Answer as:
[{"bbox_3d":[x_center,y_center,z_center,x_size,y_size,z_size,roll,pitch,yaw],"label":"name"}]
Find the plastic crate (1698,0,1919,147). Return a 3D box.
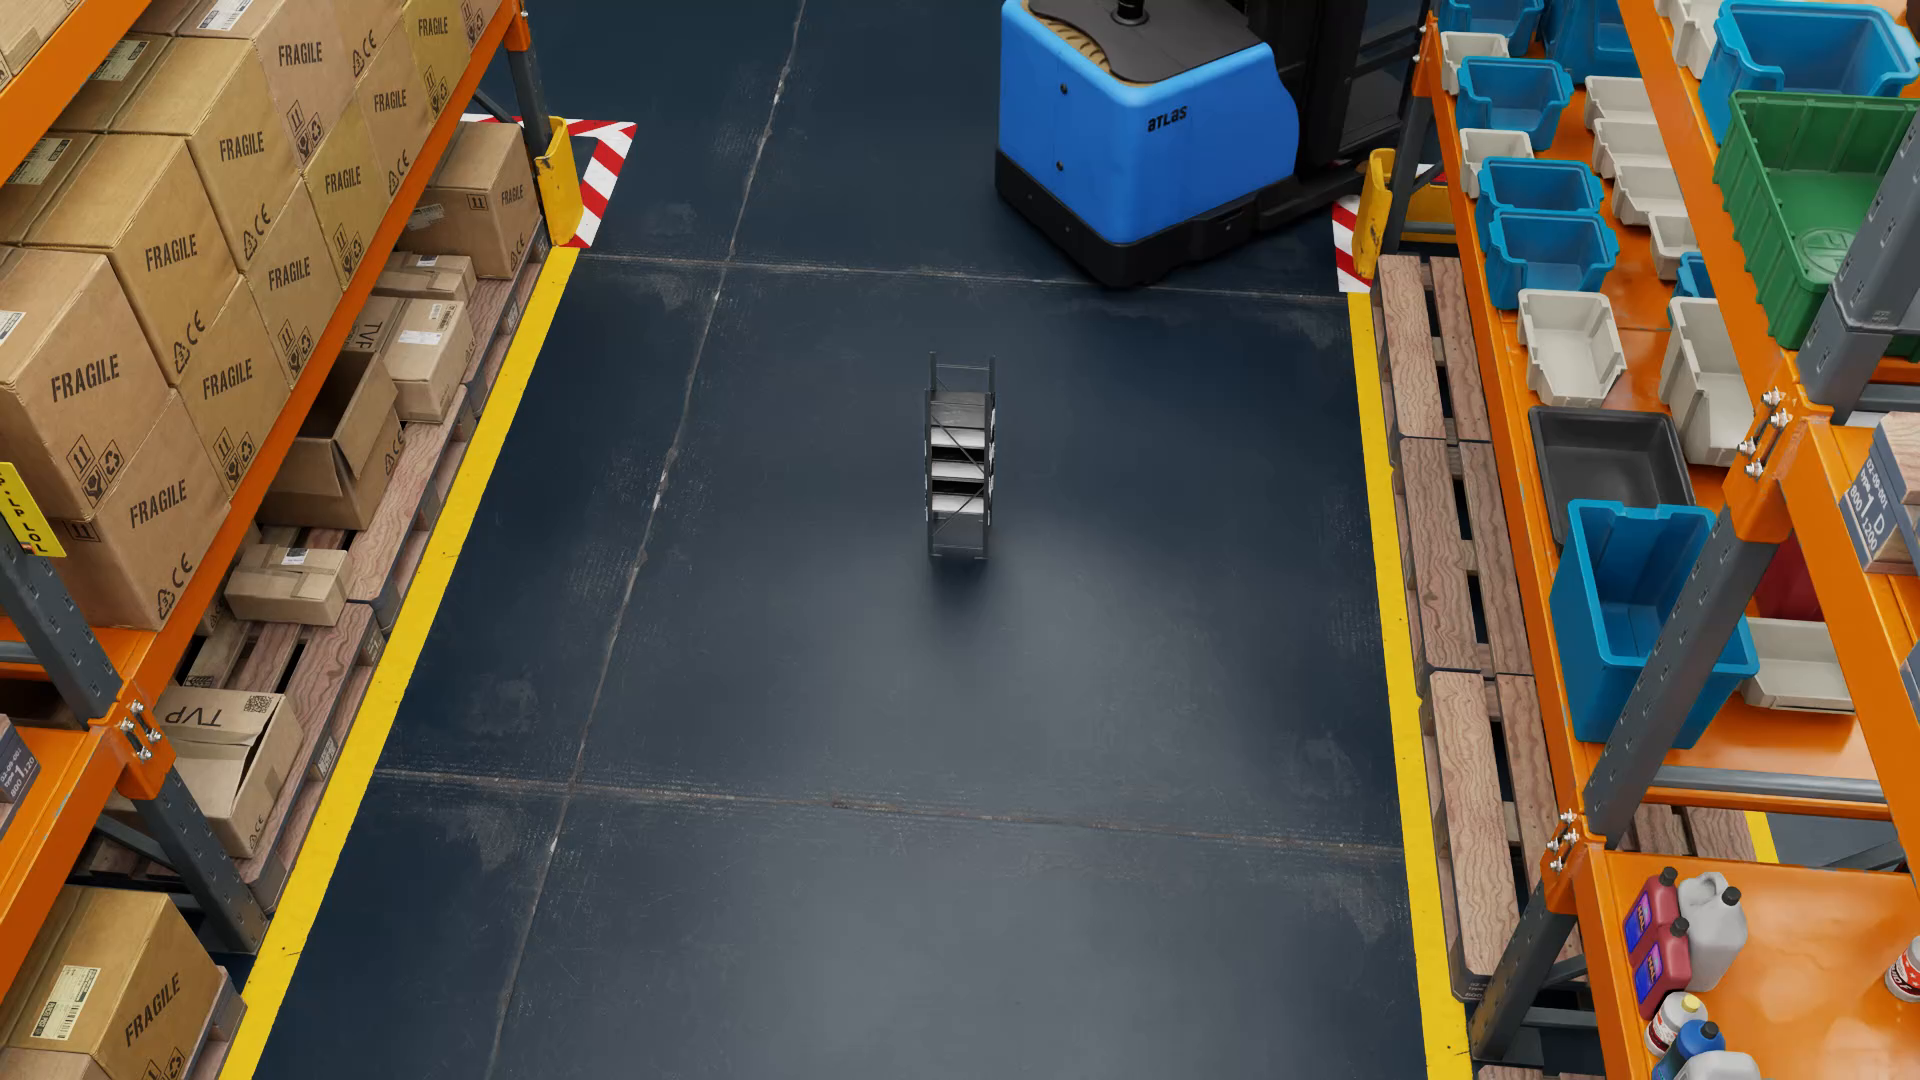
[{"bbox_3d":[1.884,-1.026,3.736,0.416,0.233,0.300,4,48,4],"label":"plastic crate"}]

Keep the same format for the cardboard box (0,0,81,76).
[{"bbox_3d":[-2.473,-1.385,4.053,0.500,0.250,0.500,4,48,4],"label":"cardboard box"}]

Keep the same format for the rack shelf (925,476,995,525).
[{"bbox_3d":[0.001,-0.166,6.581,0.258,0.077,0.200,4,48,4],"label":"rack shelf"}]

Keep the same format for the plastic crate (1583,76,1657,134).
[{"bbox_3d":[2.589,-1.639,6.354,0.396,0.136,0.243,4,48,4],"label":"plastic crate"}]

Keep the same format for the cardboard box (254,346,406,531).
[{"bbox_3d":[-2.648,-0.403,6.479,0.797,0.503,0.637,4,48,4],"label":"cardboard box"}]

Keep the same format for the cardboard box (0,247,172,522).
[{"bbox_3d":[-2.491,-0.414,4.351,0.500,0.500,0.500,5,48,5],"label":"cardboard box"}]

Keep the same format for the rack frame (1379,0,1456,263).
[{"bbox_3d":[2.483,-2.319,6.838,1.000,3.000,0.127,4,48,4],"label":"rack frame"}]

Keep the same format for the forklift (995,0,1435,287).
[{"bbox_3d":[1.684,-3.022,7.527,3.031,2.935,1.130,-26,53,-22],"label":"forklift"}]

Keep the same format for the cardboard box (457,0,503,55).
[{"bbox_3d":[-2.219,-2.341,6.791,0.500,0.500,0.500,5,48,5],"label":"cardboard box"}]

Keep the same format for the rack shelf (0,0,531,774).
[{"bbox_3d":[-2.631,-0.943,6.067,1.077,0.370,4.000,4,48,4],"label":"rack shelf"}]

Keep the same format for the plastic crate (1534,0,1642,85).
[{"bbox_3d":[2.639,-2.093,6.567,0.616,0.435,0.499,4,48,4],"label":"plastic crate"}]

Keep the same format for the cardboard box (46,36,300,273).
[{"bbox_3d":[-2.397,-1.171,5.043,0.500,0.500,0.500,3,48,2],"label":"cardboard box"}]

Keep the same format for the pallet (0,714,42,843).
[{"bbox_3d":[-2.995,0.929,3.998,1.003,0.211,1.213,4,48,4],"label":"pallet"}]

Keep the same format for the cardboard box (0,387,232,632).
[{"bbox_3d":[-2.496,-0.106,4.746,0.500,0.500,0.500,5,48,5],"label":"cardboard box"}]

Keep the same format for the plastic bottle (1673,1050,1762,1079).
[{"bbox_3d":[1.664,1.245,3.662,0.152,0.276,0.135,4,48,4],"label":"plastic bottle"}]

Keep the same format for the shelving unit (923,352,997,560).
[{"bbox_3d":[0.001,-0.310,6.423,0.258,0.900,0.210,4,48,4],"label":"shelving unit"}]

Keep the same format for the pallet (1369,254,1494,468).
[{"bbox_3d":[2.369,-0.775,7.315,1.003,0.211,1.213,4,48,4],"label":"pallet"}]

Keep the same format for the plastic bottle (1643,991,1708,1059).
[{"bbox_3d":[1.656,1.112,3.835,0.097,0.201,0.097,0,48,0],"label":"plastic bottle"}]

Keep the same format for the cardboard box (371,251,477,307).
[{"bbox_3d":[-2.380,-1.140,7.381,0.380,0.166,0.250,4,48,4],"label":"cardboard box"}]

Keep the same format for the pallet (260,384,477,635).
[{"bbox_3d":[-2.642,-0.178,6.770,1.003,0.211,1.213,4,48,4],"label":"pallet"}]

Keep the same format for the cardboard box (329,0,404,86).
[{"bbox_3d":[-2.304,-1.928,5.735,0.500,0.500,0.500,5,48,5],"label":"cardboard box"}]

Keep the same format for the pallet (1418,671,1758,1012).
[{"bbox_3d":[2.147,1.018,5.676,1.003,0.211,1.213,4,48,4],"label":"pallet"}]

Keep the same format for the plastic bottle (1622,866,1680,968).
[{"bbox_3d":[1.660,0.900,3.973,0.061,0.283,0.133,4,48,4],"label":"plastic bottle"}]

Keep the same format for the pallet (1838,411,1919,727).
[{"bbox_3d":[2.145,0.254,2.580,1.213,0.211,1.003,4,48,4],"label":"pallet"}]

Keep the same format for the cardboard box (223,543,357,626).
[{"bbox_3d":[-2.491,0.162,6.191,0.380,0.166,0.250,4,48,4],"label":"cardboard box"}]

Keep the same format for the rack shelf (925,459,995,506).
[{"bbox_3d":[0.001,-0.226,6.514,0.258,0.077,0.200,4,48,4],"label":"rack shelf"}]

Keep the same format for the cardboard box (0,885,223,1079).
[{"bbox_3d":[-2.573,1.361,4.868,0.500,0.500,0.500,4,48,3],"label":"cardboard box"}]

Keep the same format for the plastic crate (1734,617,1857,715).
[{"bbox_3d":[2.303,0.357,4.529,0.396,0.136,0.243,4,48,4],"label":"plastic crate"}]

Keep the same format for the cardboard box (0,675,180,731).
[{"bbox_3d":[-3.044,0.542,5.618,0.500,0.500,0.500,4,48,4],"label":"cardboard box"}]

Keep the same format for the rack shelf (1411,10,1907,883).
[{"bbox_3d":[2.301,-0.607,5.760,1.077,0.370,4.000,4,48,4],"label":"rack shelf"}]

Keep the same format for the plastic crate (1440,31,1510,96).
[{"bbox_3d":[2.021,-1.861,6.557,0.250,0.136,0.298,4,48,4],"label":"plastic crate"}]

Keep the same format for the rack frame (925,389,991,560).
[{"bbox_3d":[-0.009,-0.235,6.355,0.240,0.900,0.006,4,48,4],"label":"rack frame"}]

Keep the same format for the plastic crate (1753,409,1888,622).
[{"bbox_3d":[2.450,-0.061,4.689,0.402,0.464,0.583,4,48,4],"label":"plastic crate"}]

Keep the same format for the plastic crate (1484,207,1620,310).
[{"bbox_3d":[1.986,-0.936,5.646,0.416,0.233,0.300,4,48,4],"label":"plastic crate"}]

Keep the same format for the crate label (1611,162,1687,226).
[{"bbox_3d":[2.547,-1.221,5.972,0.396,0.136,0.243,4,48,4],"label":"crate label"}]

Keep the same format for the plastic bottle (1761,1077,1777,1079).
[{"bbox_3d":[1.790,1.265,3.695,0.097,0.201,0.097,0,48,0],"label":"plastic bottle"}]

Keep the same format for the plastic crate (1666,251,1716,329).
[{"bbox_3d":[2.551,-0.757,5.482,0.416,0.233,0.300,4,48,4],"label":"plastic crate"}]

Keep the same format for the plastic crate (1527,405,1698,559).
[{"bbox_3d":[1.953,-0.148,4.998,0.437,0.125,0.590,4,48,4],"label":"plastic crate"}]

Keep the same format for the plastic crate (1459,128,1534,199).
[{"bbox_3d":[1.959,-1.362,6.101,0.250,0.136,0.298,4,48,4],"label":"plastic crate"}]

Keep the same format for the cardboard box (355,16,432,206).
[{"bbox_3d":[-2.314,-1.594,6.107,0.500,0.500,0.500,4,48,4],"label":"cardboard box"}]

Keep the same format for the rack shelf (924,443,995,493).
[{"bbox_3d":[0.001,-0.287,6.448,0.258,0.077,0.200,4,48,4],"label":"rack shelf"}]

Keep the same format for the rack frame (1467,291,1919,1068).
[{"bbox_3d":[2.119,0.620,4.150,1.000,3.000,0.127,4,48,4],"label":"rack frame"}]

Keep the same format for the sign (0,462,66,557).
[{"bbox_3d":[-2.261,-0.072,3.998,0.100,0.325,0.005,4,48,4],"label":"sign"}]

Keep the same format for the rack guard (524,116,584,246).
[{"bbox_3d":[-2.456,-1.756,8.017,1.175,0.500,0.348,4,48,4],"label":"rack guard"}]

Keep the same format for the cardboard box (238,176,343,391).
[{"bbox_3d":[-2.405,-0.850,5.426,0.500,0.500,0.500,4,48,3],"label":"cardboard box"}]

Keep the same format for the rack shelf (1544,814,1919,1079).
[{"bbox_3d":[1.936,2.333,3.071,1.077,0.370,4.000,4,48,4],"label":"rack shelf"}]
